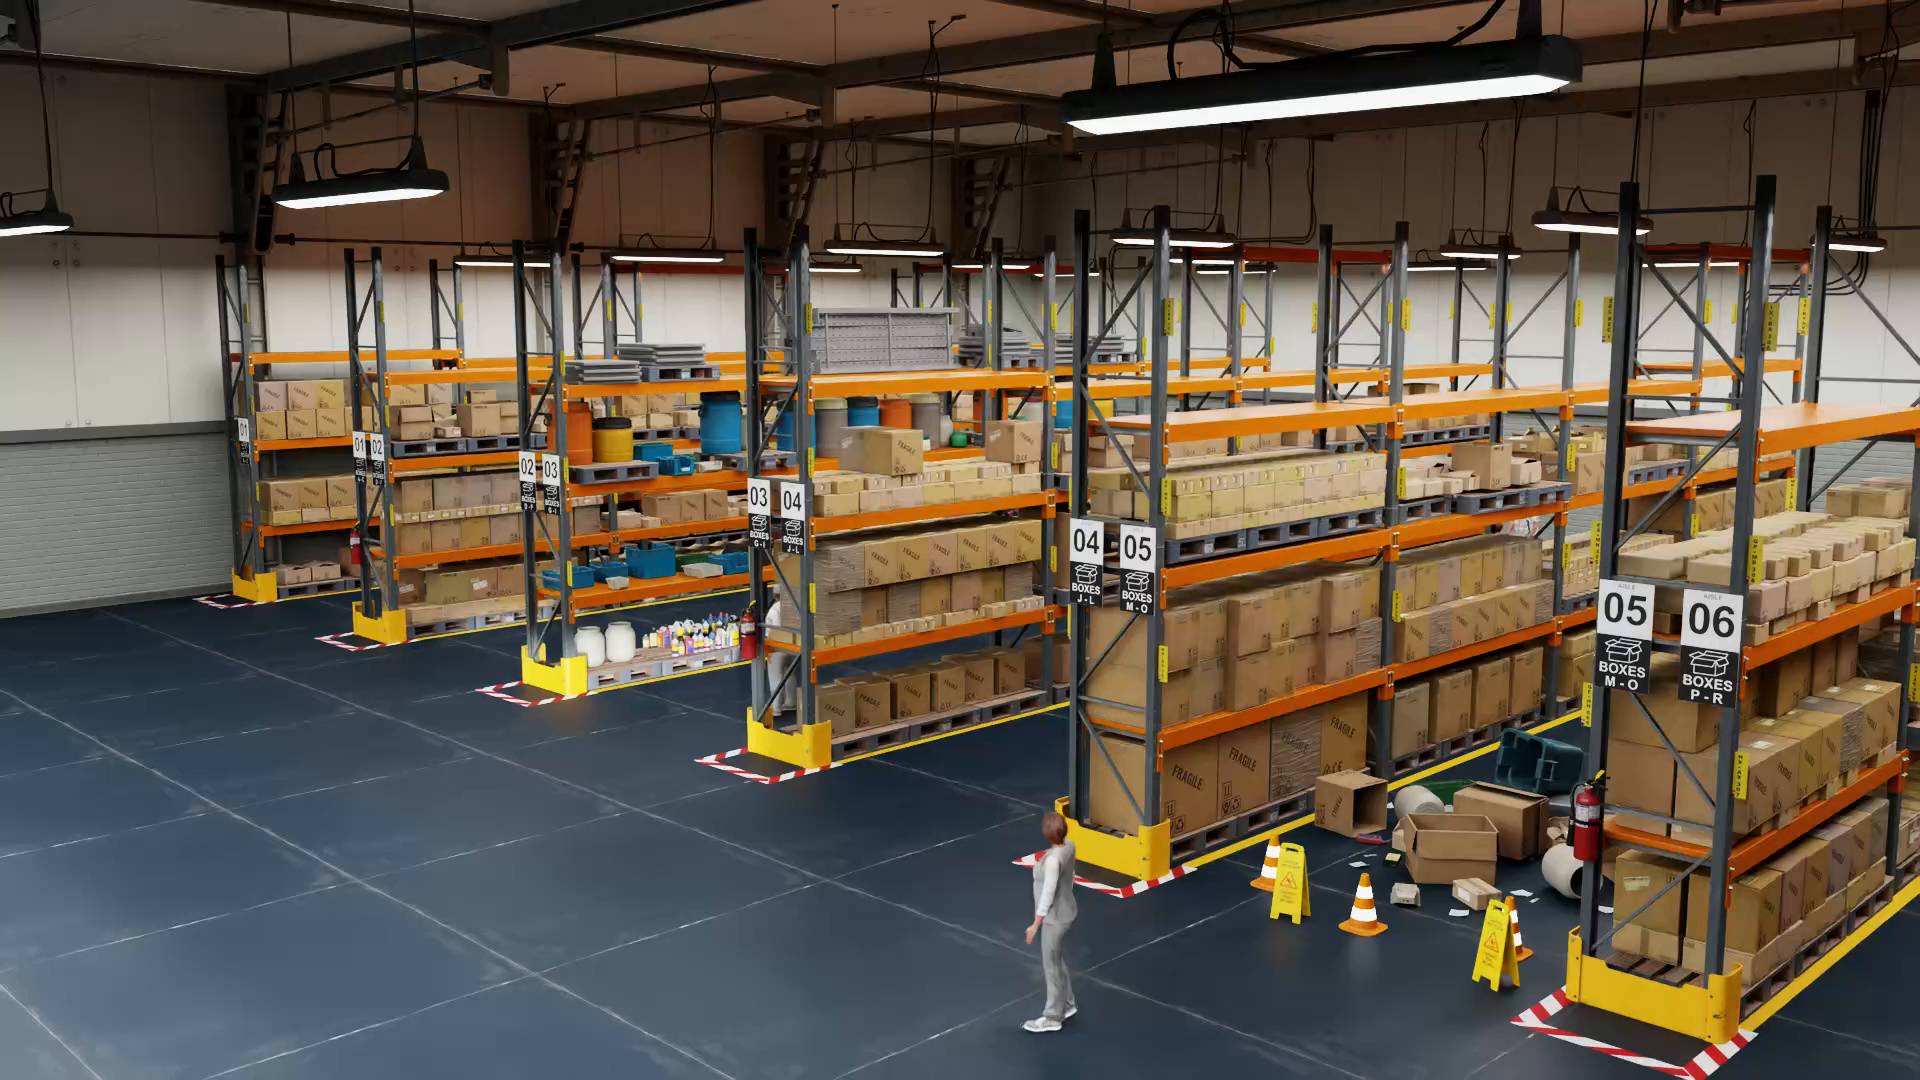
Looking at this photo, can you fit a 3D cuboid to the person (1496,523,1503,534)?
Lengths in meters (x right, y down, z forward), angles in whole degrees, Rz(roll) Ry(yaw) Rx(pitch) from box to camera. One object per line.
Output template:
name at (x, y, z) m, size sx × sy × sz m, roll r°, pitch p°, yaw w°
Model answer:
person at (8.885, 0.452, 27.676) m, size 0.422 × 1.605 × 0.345 m, roll -8°, pitch 11°, yaw -43°

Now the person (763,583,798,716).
person at (-2.246, 1.376, 20.995) m, size 0.427 × 1.664 × 0.519 m, roll 6°, pitch 10°, yaw 37°

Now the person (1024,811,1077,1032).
person at (0.657, 2.724, 11.886) m, size 0.355 × 1.642 × 0.515 m, roll 2°, pitch 8°, yaw 13°

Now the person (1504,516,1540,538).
person at (10.270, -0.004, 30.551) m, size 0.646 × 1.828 × 0.596 m, roll -1°, pitch 8°, yaw -9°
